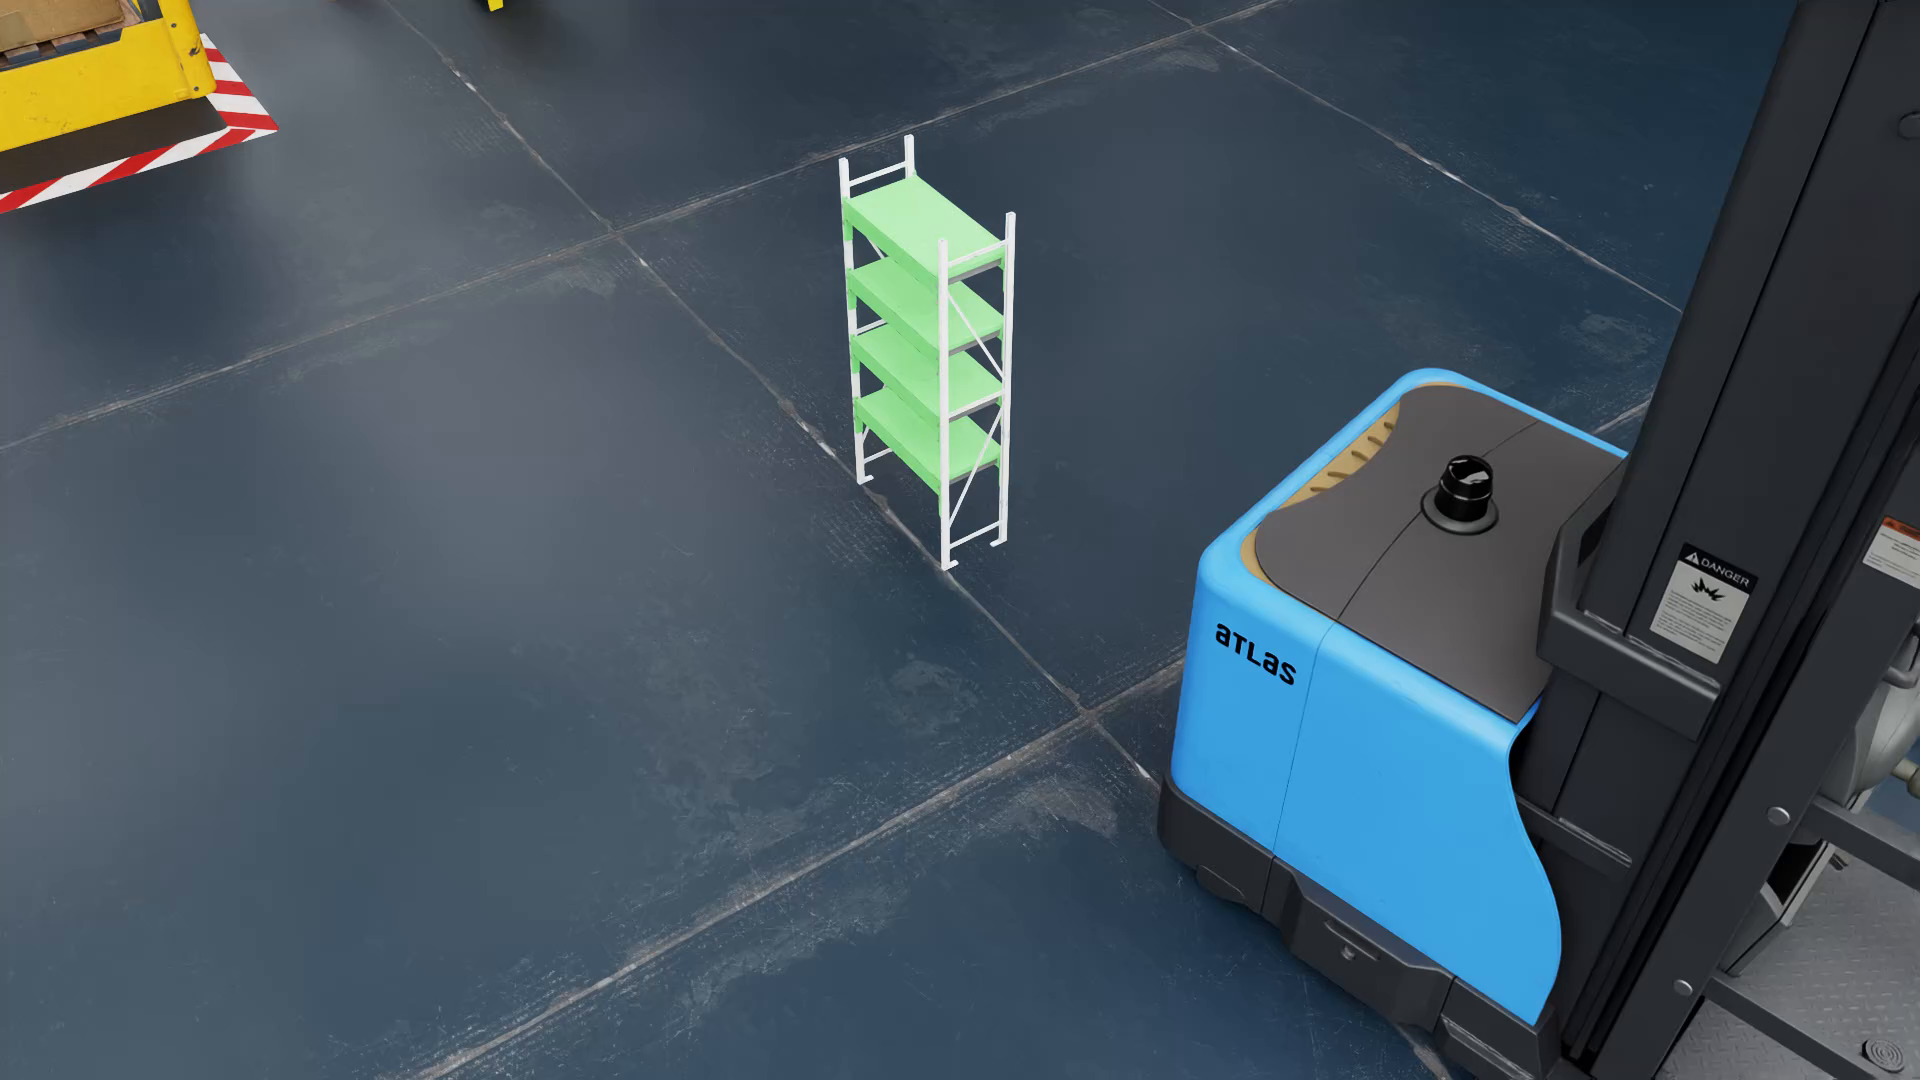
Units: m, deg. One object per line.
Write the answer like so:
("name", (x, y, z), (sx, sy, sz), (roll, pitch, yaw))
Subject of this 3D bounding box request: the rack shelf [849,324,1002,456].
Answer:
("rack shelf", (-0.095, -0.482, 4.978), (0.258, 0.148, 0.480), (-26, 49, -24))

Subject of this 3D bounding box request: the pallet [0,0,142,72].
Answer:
("pallet", (-4.366, -2.354, 7.563), (1.003, 0.211, 1.213), (-26, 49, -24))

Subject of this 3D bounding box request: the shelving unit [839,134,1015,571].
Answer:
("shelving unit", (-0.095, -0.528, 4.934), (0.258, 1.200, 0.503), (-26, 49, -24))

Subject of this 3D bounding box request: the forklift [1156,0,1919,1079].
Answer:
("forklift", (1.946, 0.188, 2.931), (3.031, 2.935, 1.130), (32, 52, 29))

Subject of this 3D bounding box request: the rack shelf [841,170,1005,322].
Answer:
("rack shelf", (-0.095, -0.829, 4.647), (0.258, 0.148, 0.480), (-26, 49, -24))

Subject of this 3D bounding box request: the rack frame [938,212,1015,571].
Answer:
("rack frame", (0.045, -0.390, 4.789), (0.240, 1.200, 0.015), (-26, 49, -24))

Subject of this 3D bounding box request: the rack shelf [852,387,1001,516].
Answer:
("rack shelf", (-0.095, -0.308, 5.144), (0.258, 0.148, 0.480), (-26, 49, -24))

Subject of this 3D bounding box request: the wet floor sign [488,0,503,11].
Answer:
("wet floor sign", (-2.204, -2.855, 7.774), (0.267, 0.644, 0.232), (-35, 53, -31))

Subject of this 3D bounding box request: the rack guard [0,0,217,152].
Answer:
("rack guard", (-3.831, -2.023, 7.007), (1.175, 0.500, 0.348), (-26, 49, -24))

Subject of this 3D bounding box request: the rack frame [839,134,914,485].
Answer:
("rack frame", (-0.234, -0.666, 5.079), (0.240, 1.200, 0.015), (-26, 49, -24))

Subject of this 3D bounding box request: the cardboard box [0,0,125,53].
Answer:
("cardboard box", (-4.287, -2.682, 7.122), (0.875, 0.875, 0.875), (-25, 49, -24))

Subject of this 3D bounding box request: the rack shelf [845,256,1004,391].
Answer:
("rack shelf", (-0.095, -0.655, 4.812), (0.258, 0.148, 0.480), (-26, 49, -24))

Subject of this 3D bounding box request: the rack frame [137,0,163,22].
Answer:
("rack frame", (-3.845, -2.941, 6.158), (1.000, 3.000, 0.127), (-26, 49, -24))
